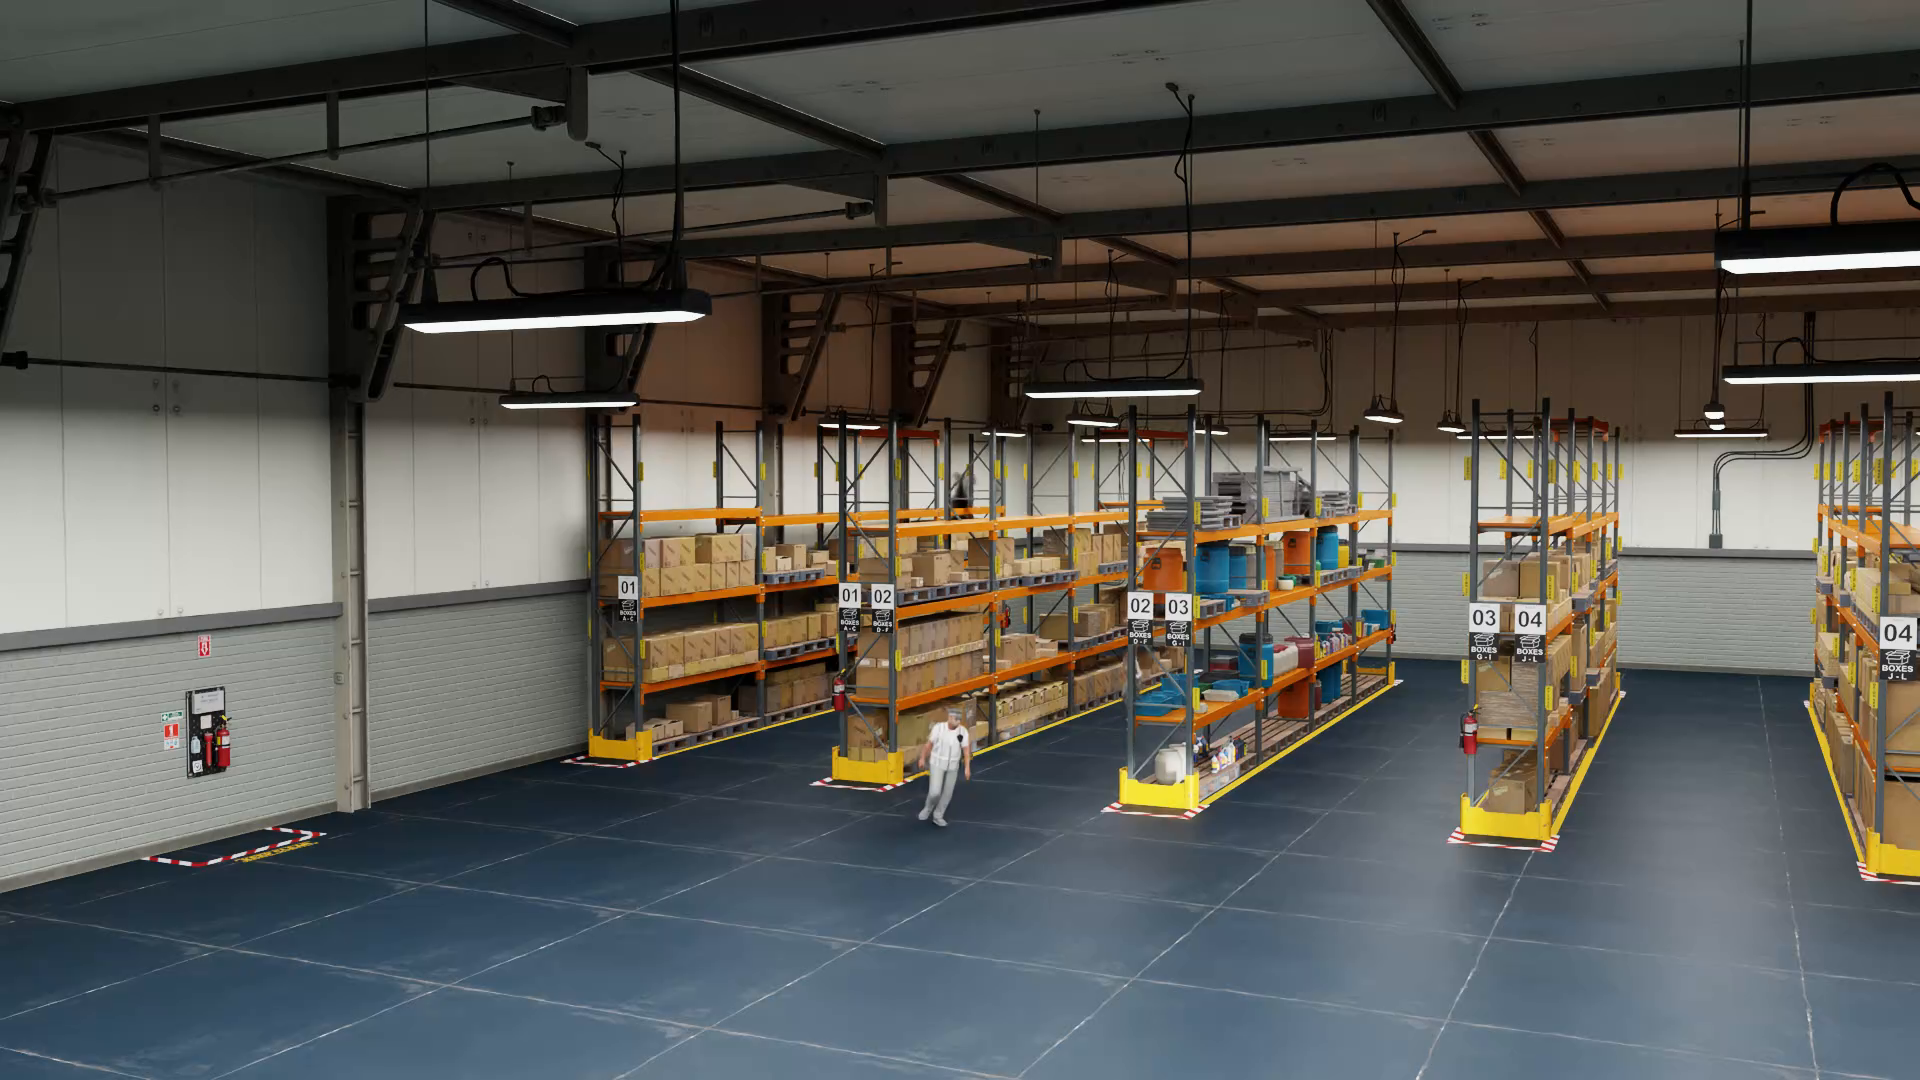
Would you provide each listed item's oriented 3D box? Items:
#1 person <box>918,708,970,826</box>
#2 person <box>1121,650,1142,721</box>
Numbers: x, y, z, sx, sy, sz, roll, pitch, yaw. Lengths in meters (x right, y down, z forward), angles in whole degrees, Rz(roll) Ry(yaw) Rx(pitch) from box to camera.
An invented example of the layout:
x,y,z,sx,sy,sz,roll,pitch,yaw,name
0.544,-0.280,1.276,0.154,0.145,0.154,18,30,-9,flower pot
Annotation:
x,y,z,sx,sy,sz,roll,pitch,yaw,name
-0.219,3.192,23.432,0.692,1.701,0.584,-1,2,-18,person
3.514,2.892,33.525,0.548,1.426,0.968,1,3,31,person
